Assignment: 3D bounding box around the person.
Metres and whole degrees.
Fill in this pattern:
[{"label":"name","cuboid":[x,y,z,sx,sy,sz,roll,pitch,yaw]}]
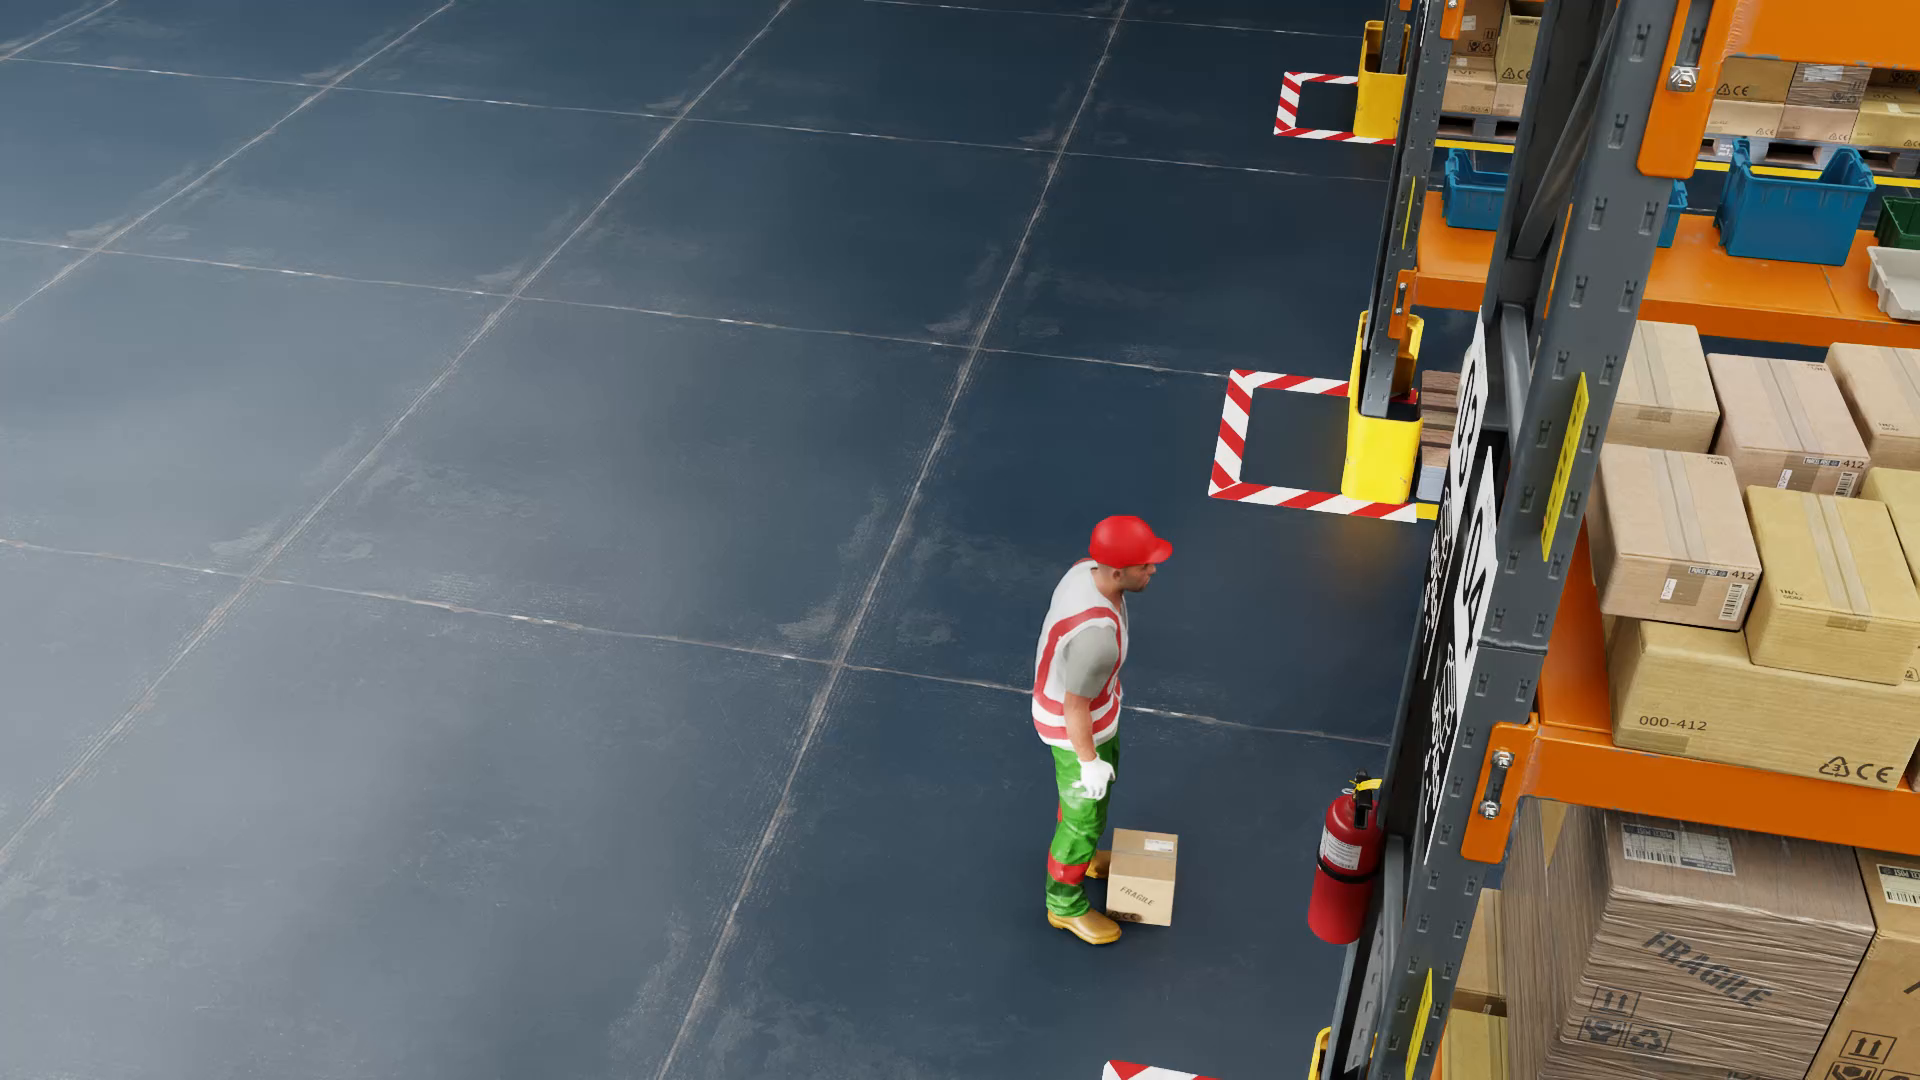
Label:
[{"label":"person","cuboid":[0.490,0.655,6.060,0.451,1.779,0.618,5,37,7]}]
